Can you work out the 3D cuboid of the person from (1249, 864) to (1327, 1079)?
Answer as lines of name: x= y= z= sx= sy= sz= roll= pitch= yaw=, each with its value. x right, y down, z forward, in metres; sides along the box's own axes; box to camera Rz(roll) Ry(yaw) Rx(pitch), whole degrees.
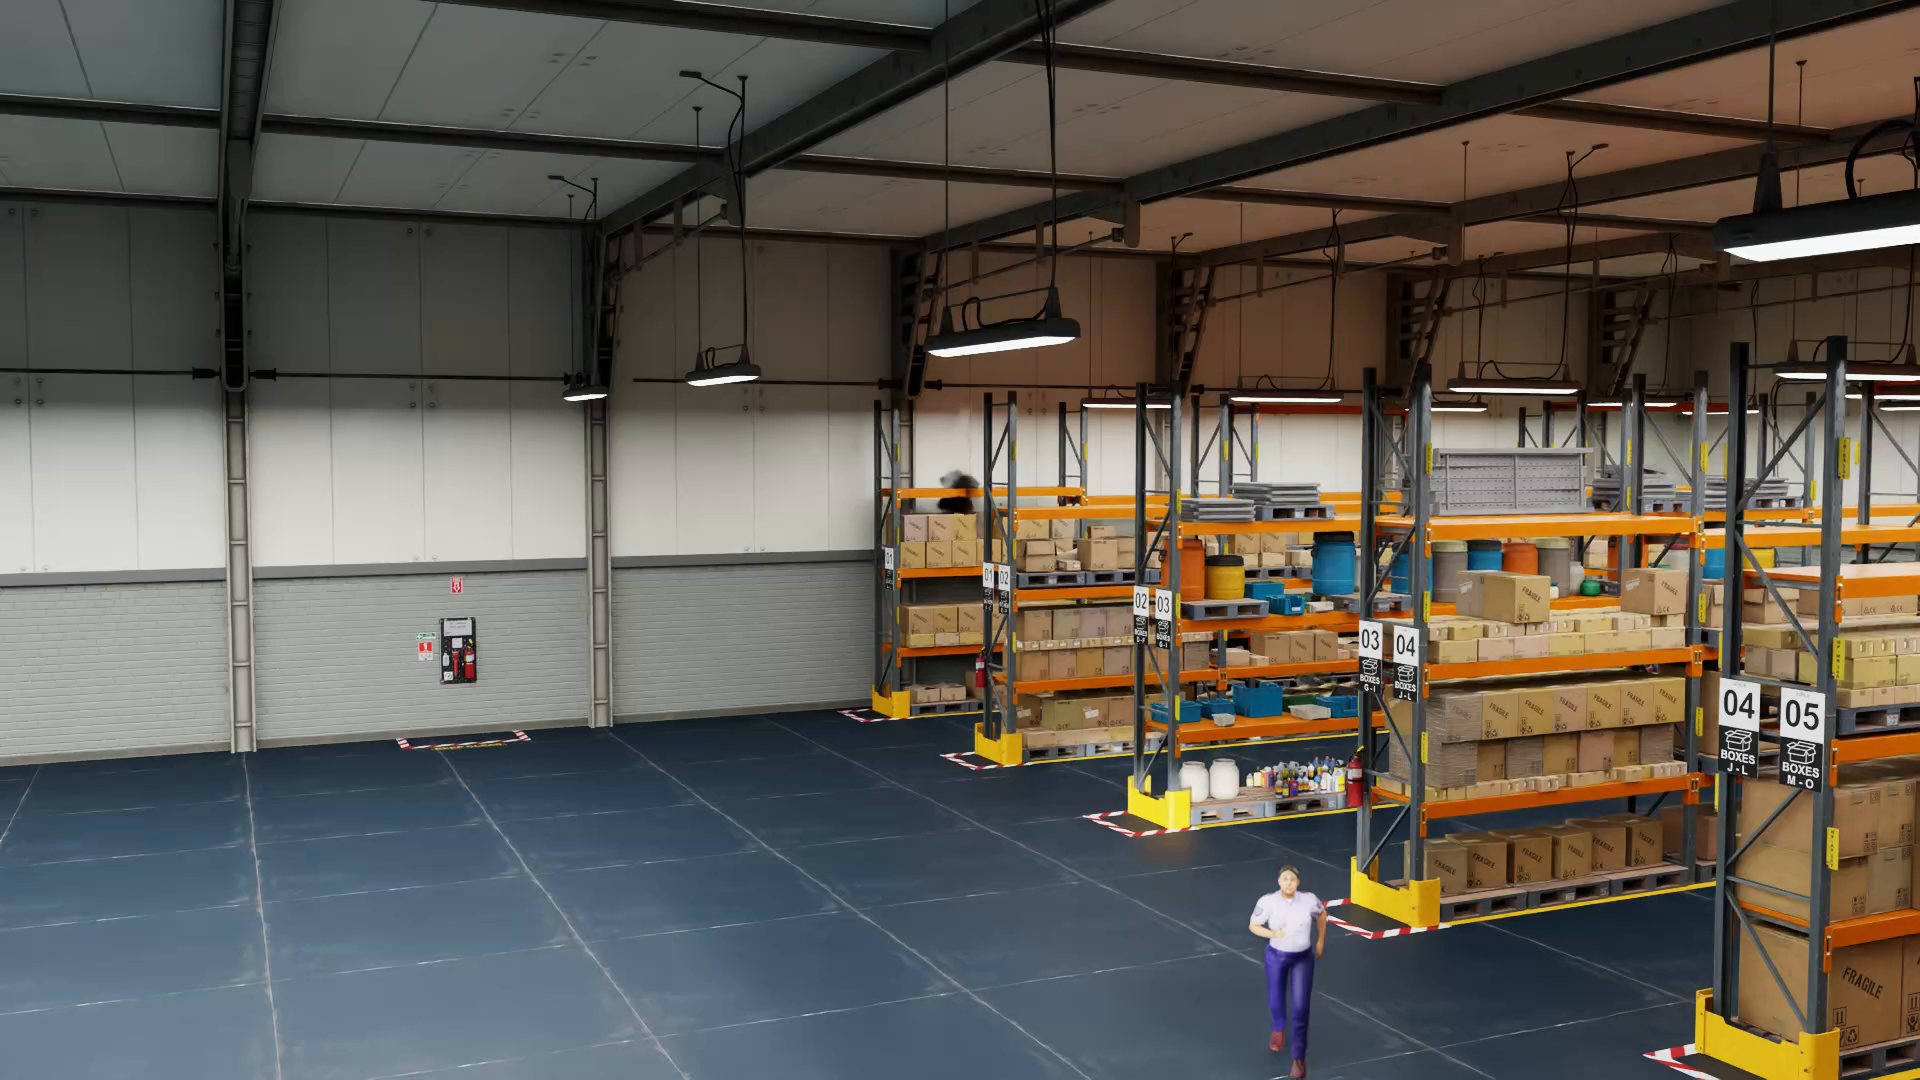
person: x=2.723 y=3.529 z=13.828 sx=0.631 sy=1.699 sz=0.809 roll=1 pitch=3 yaw=12

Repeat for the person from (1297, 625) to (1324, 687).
person: x=6.926 y=2.375 z=32.986 sx=0.839 sy=1.694 sz=0.610 roll=-1 pitch=4 yaw=-24
